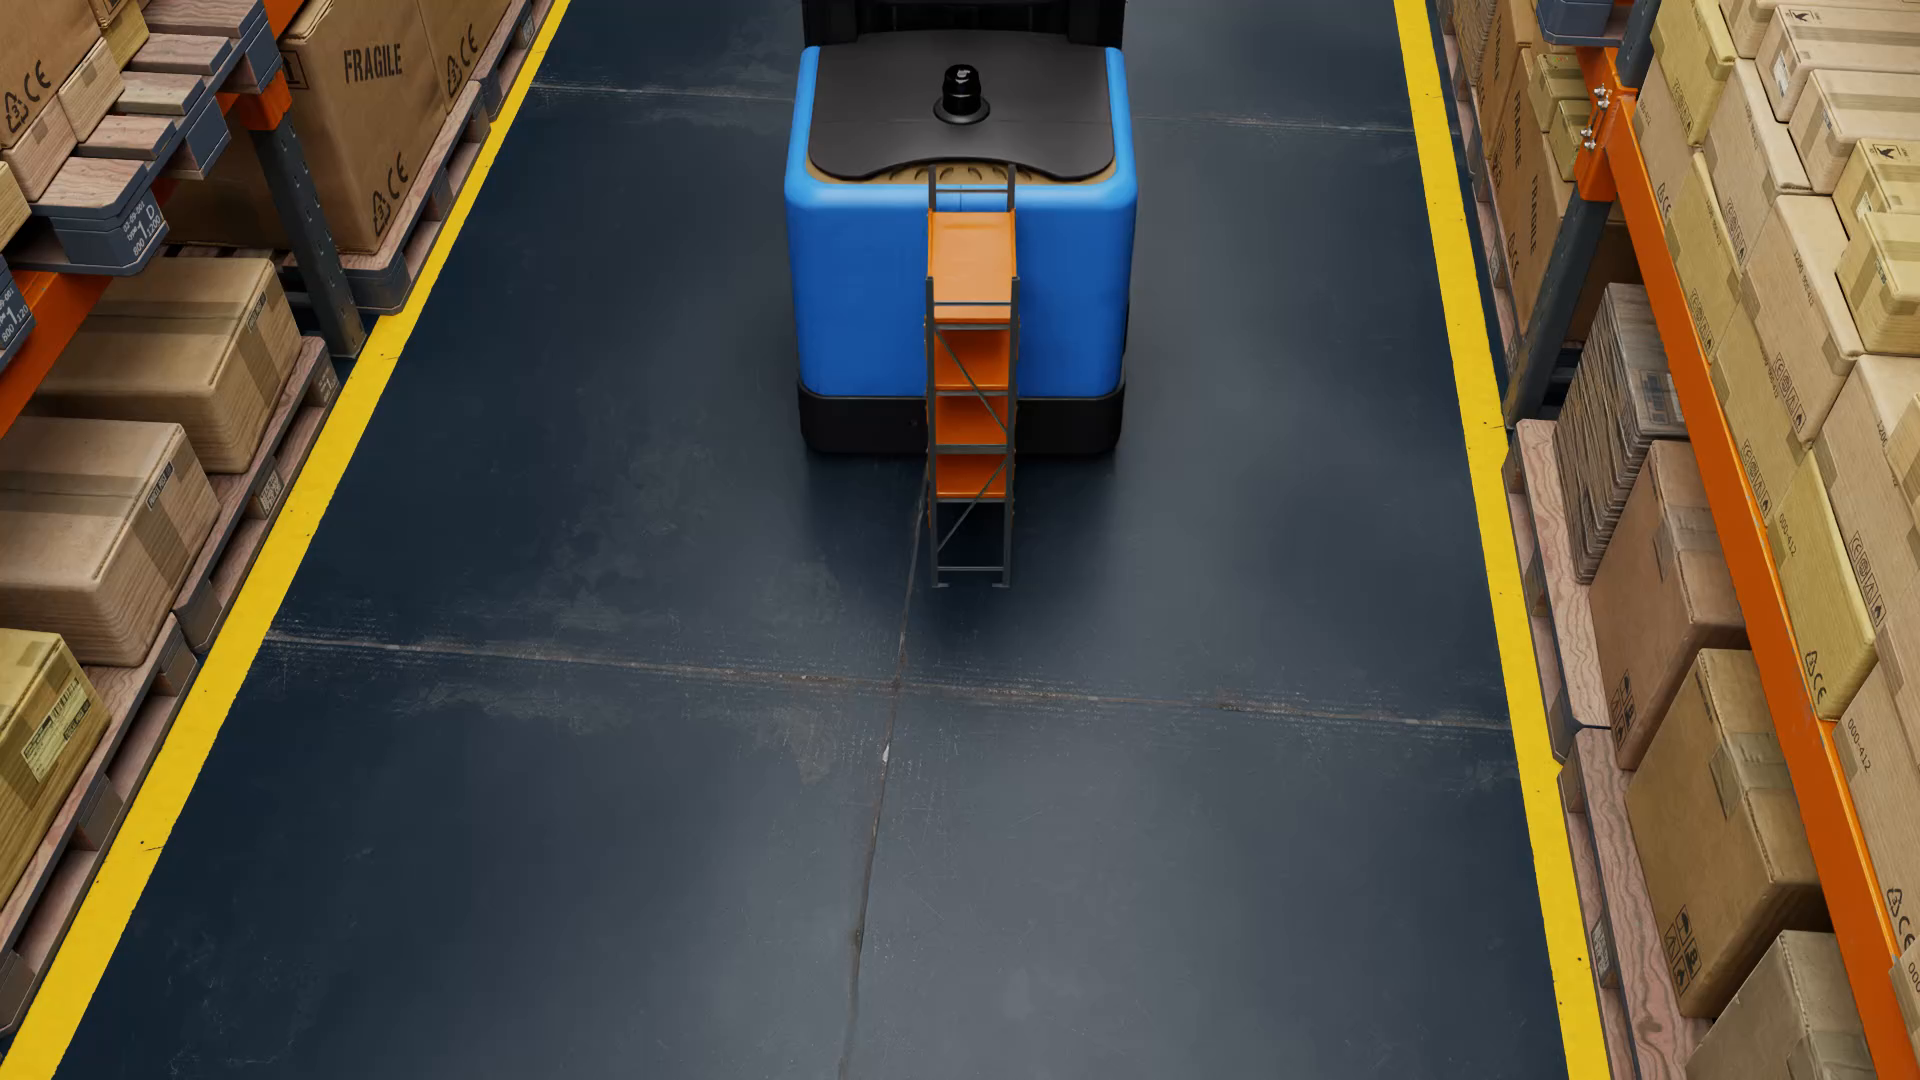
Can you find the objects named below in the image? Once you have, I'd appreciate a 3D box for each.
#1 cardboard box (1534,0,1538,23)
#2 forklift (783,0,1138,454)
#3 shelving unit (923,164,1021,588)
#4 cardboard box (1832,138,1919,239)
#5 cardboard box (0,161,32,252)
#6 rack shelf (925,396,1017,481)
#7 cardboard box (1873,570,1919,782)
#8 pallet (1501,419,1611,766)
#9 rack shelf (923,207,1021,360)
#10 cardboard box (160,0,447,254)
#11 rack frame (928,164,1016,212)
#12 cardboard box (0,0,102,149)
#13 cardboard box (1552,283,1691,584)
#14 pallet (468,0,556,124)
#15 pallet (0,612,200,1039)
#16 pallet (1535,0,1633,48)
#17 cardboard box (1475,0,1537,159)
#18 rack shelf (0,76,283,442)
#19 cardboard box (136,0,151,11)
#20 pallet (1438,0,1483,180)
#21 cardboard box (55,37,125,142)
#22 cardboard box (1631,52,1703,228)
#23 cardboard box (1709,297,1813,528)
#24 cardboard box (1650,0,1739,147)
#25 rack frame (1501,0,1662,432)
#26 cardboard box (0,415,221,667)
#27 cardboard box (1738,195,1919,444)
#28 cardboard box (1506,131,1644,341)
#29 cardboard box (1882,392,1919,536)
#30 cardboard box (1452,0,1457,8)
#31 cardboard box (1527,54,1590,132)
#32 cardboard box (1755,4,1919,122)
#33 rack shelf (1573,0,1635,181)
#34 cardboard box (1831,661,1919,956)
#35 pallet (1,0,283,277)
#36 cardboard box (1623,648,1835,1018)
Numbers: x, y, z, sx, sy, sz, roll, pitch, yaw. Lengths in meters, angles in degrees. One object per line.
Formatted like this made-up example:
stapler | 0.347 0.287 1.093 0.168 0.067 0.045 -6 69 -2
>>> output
cardboard box | 2.260 -1.869 5.896 0.380 0.149 0.250 5 48 5
forklift | 0.013 -2.340 5.404 1.130 2.935 3.031 0 48 0
shelving unit | 0.032 -0.442 4.841 0.258 1.200 0.503 0 48 0
cardboard box | 1.988 -0.659 3.313 0.380 0.149 0.250 4 48 4
cardboard box | -2.376 -0.741 3.781 0.380 0.149 0.250 5 48 4
rack shelf | 0.032 -0.396 4.891 0.258 0.148 0.480 0 48 0
cardboard box | 1.854 0.302 2.704 0.500 0.250 0.500 5 48 4
pallet | 2.222 0.156 4.964 1.003 0.211 1.213 4 48 4
rack shelf | 0.032 -0.707 4.551 0.258 0.148 0.480 0 48 0
cardboard box | -2.462 -1.645 5.877 0.875 0.875 0.875 3 48 3
rack frame | 0.033 -0.622 5.006 0.240 1.200 0.015 0 48 0
cardboard box | -2.408 -1.261 3.817 0.500 0.500 0.500 3 48 3
cardboard box | 2.266 -0.270 4.789 0.875 0.625 0.625 5 48 5
pallet | -2.347 -2.246 7.161 1.003 0.211 1.213 4 48 4
pallet | -2.794 0.691 4.475 1.003 0.211 1.213 4 48 4
pallet | 2.328 -1.826 5.017 1.213 0.211 1.003 4 48 4
cardboard box | 2.262 -1.763 6.239 0.500 0.500 0.500 6 48 5
rack shelf | -2.790 -0.006 3.710 1.077 0.370 4.000 4 48 4
cardboard box | -2.403 -1.519 4.492 0.380 0.149 0.250 5 48 5
pallet | 2.556 -1.887 6.833 1.003 0.211 1.213 4 48 4
cardboard box | -2.334 -1.129 4.135 0.380 0.149 0.250 4 48 3
cardboard box | 2.052 -1.027 4.258 0.500 0.250 0.500 4 48 4
cardboard box | 1.962 -0.279 3.574 0.500 0.250 0.500 2 48 2
cardboard box | 2.027 -1.198 4.076 0.500 0.250 0.500 4 48 3
rack frame | 2.336 -1.388 4.486 1.000 3.000 0.127 4 48 4
cardboard box | -2.728 -0.016 4.728 0.950 0.372 0.625 3 48 3
cardboard box | 1.940 -0.445 3.387 0.500 0.250 0.500 3 48 3
cardboard box | 2.161 -1.011 5.551 0.500 0.500 0.500 5 48 5
cardboard box | 1.816 -0.108 2.808 0.380 0.149 0.250 3 48 2
cardboard box | 2.344 -2.526 6.937 0.500 0.500 0.500 3 48 2
cardboard box | 2.123 -1.487 5.547 0.380 0.149 0.250 2 48 2
cardboard box | 1.993 -1.039 3.660 0.380 0.149 0.250 5 48 5
rack shelf | 2.518 -2.614 6.096 1.077 0.370 4.000 4 48 4
cardboard box | 1.873 0.482 2.878 0.500 0.250 0.500 4 48 4
pallet | -2.566 -1.123 4.374 1.213 0.211 1.003 4 48 4
cardboard box | 2.153 0.705 3.897 0.875 0.625 0.625 2 48 2
